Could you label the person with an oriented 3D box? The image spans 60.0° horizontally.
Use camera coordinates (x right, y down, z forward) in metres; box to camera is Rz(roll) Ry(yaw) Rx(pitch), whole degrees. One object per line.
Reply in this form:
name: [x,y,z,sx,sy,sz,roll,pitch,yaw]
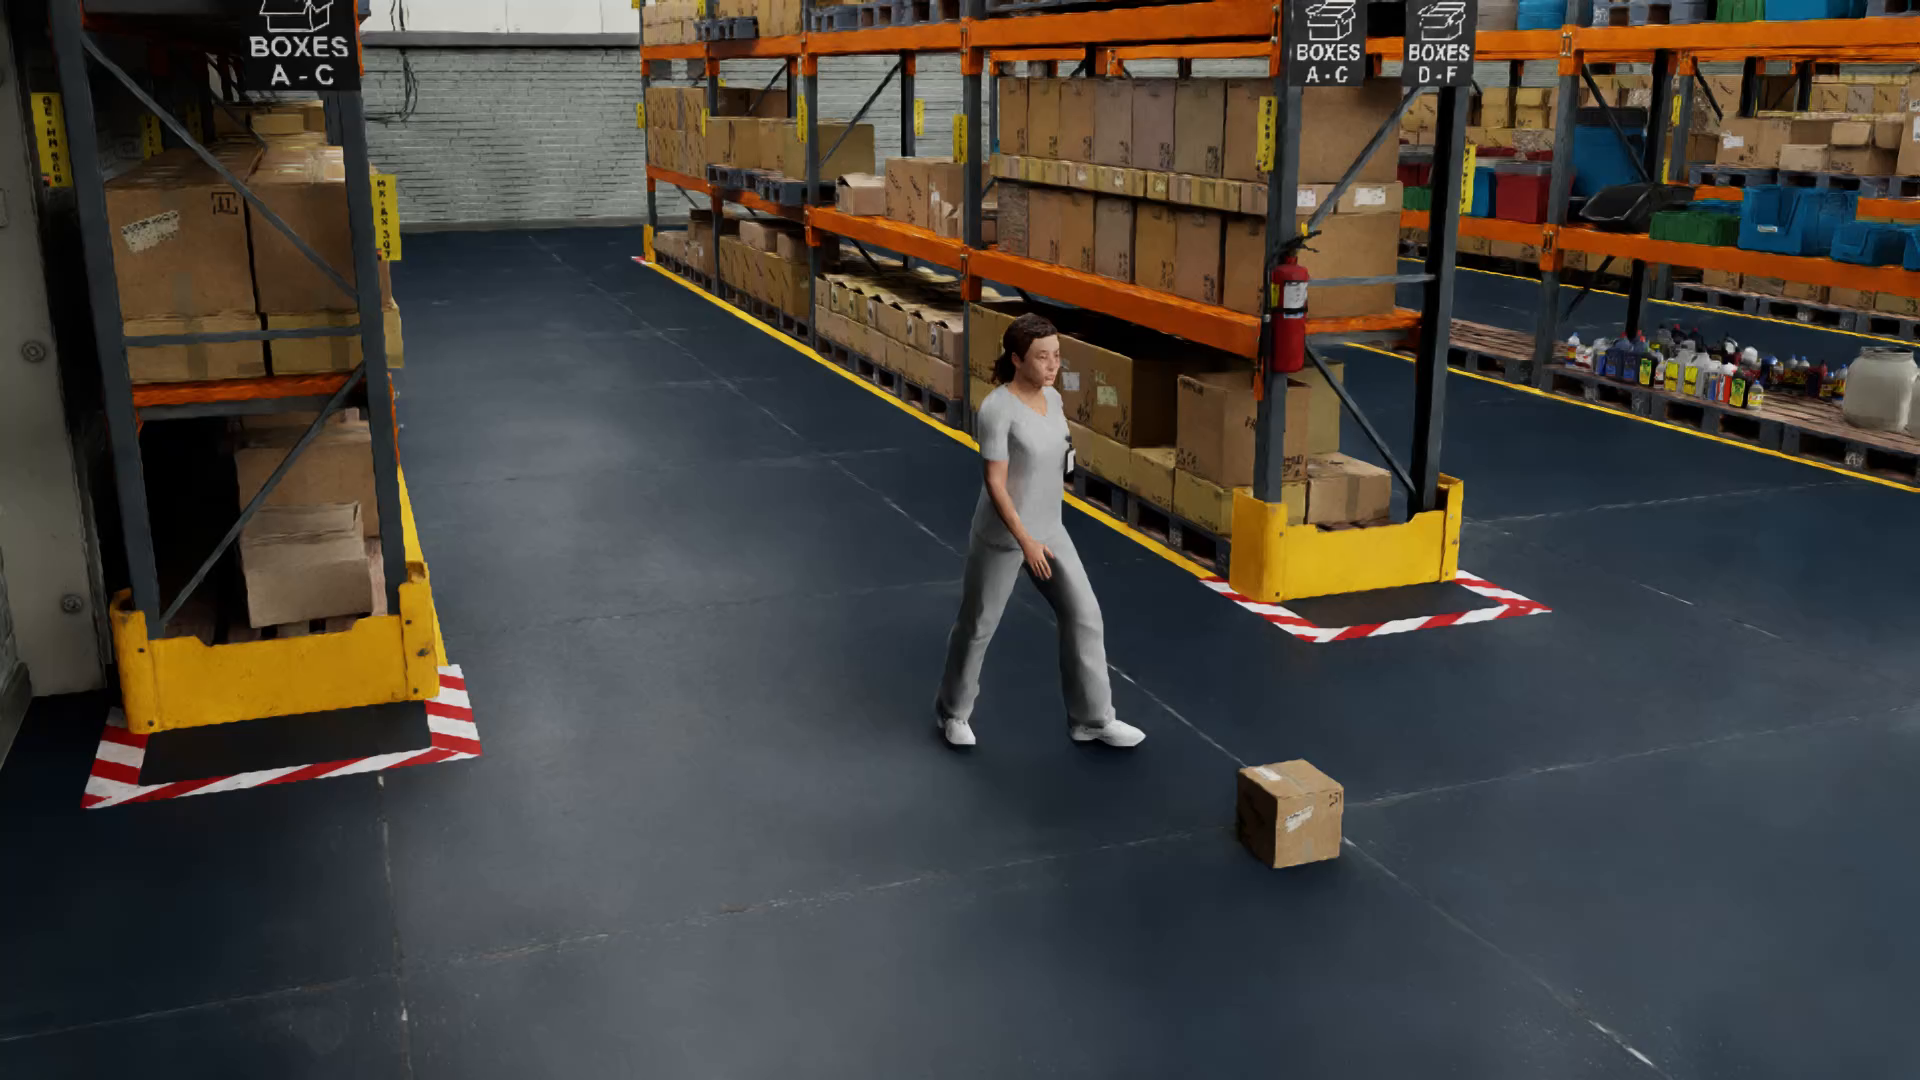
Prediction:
person: [0.267,-0.022,6.138,0.559,1.637,0.721,-14,21,-41]
